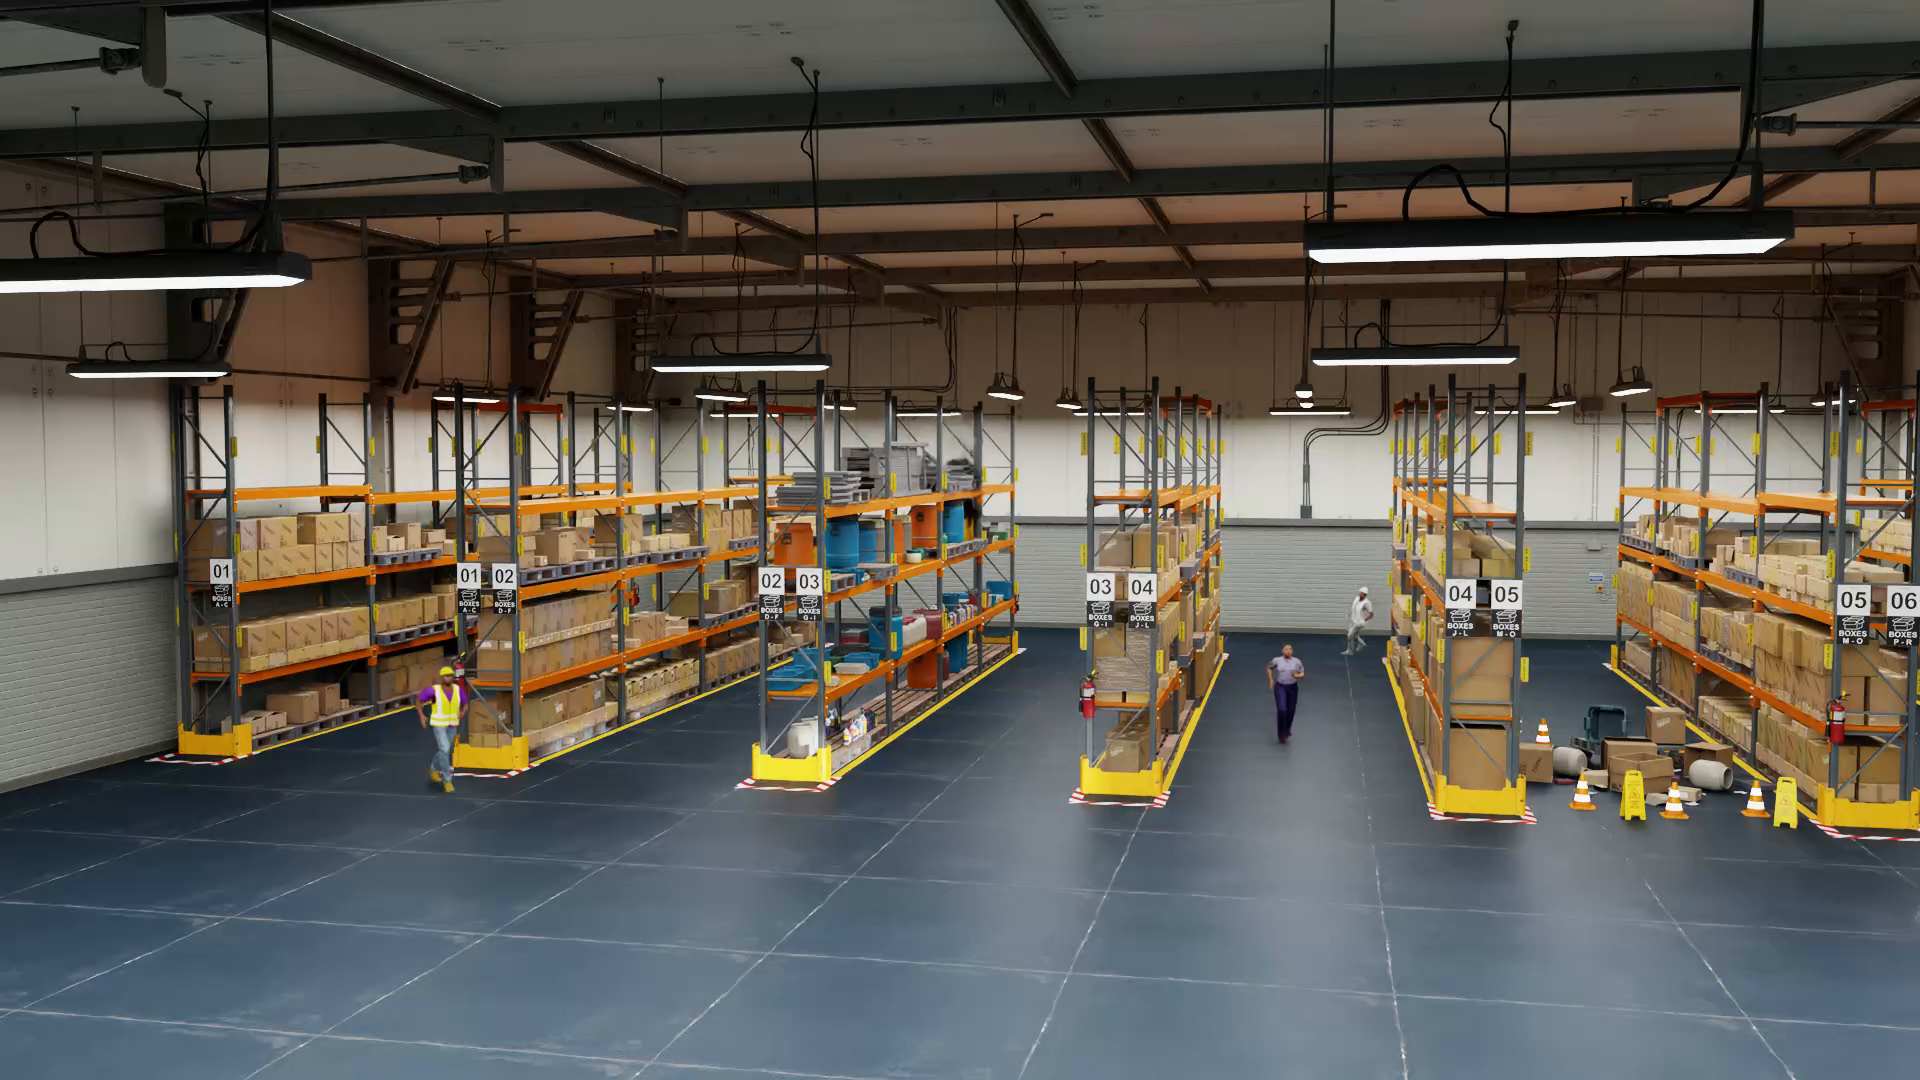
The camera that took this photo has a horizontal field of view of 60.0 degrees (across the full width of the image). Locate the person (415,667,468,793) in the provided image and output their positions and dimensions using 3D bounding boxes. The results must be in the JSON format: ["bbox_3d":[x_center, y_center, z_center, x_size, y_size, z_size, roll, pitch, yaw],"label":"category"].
[{"bbox_3d":[-7.562,2.753,24.445,0.894,1.803,0.708,3,4,44],"label":"person"}]

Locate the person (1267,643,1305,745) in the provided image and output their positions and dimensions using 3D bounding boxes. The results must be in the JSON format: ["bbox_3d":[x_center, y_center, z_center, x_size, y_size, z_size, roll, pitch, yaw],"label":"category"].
[{"bbox_3d":[5.545,2.608,28.261,0.579,1.699,0.748,0,3,-2],"label":"person"}]

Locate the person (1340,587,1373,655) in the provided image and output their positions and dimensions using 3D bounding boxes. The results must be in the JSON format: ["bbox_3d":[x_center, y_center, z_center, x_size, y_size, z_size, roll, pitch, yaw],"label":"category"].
[{"bbox_3d":[9.586,1.944,39.694,0.666,1.673,0.840,-1,4,-24],"label":"person"}]
